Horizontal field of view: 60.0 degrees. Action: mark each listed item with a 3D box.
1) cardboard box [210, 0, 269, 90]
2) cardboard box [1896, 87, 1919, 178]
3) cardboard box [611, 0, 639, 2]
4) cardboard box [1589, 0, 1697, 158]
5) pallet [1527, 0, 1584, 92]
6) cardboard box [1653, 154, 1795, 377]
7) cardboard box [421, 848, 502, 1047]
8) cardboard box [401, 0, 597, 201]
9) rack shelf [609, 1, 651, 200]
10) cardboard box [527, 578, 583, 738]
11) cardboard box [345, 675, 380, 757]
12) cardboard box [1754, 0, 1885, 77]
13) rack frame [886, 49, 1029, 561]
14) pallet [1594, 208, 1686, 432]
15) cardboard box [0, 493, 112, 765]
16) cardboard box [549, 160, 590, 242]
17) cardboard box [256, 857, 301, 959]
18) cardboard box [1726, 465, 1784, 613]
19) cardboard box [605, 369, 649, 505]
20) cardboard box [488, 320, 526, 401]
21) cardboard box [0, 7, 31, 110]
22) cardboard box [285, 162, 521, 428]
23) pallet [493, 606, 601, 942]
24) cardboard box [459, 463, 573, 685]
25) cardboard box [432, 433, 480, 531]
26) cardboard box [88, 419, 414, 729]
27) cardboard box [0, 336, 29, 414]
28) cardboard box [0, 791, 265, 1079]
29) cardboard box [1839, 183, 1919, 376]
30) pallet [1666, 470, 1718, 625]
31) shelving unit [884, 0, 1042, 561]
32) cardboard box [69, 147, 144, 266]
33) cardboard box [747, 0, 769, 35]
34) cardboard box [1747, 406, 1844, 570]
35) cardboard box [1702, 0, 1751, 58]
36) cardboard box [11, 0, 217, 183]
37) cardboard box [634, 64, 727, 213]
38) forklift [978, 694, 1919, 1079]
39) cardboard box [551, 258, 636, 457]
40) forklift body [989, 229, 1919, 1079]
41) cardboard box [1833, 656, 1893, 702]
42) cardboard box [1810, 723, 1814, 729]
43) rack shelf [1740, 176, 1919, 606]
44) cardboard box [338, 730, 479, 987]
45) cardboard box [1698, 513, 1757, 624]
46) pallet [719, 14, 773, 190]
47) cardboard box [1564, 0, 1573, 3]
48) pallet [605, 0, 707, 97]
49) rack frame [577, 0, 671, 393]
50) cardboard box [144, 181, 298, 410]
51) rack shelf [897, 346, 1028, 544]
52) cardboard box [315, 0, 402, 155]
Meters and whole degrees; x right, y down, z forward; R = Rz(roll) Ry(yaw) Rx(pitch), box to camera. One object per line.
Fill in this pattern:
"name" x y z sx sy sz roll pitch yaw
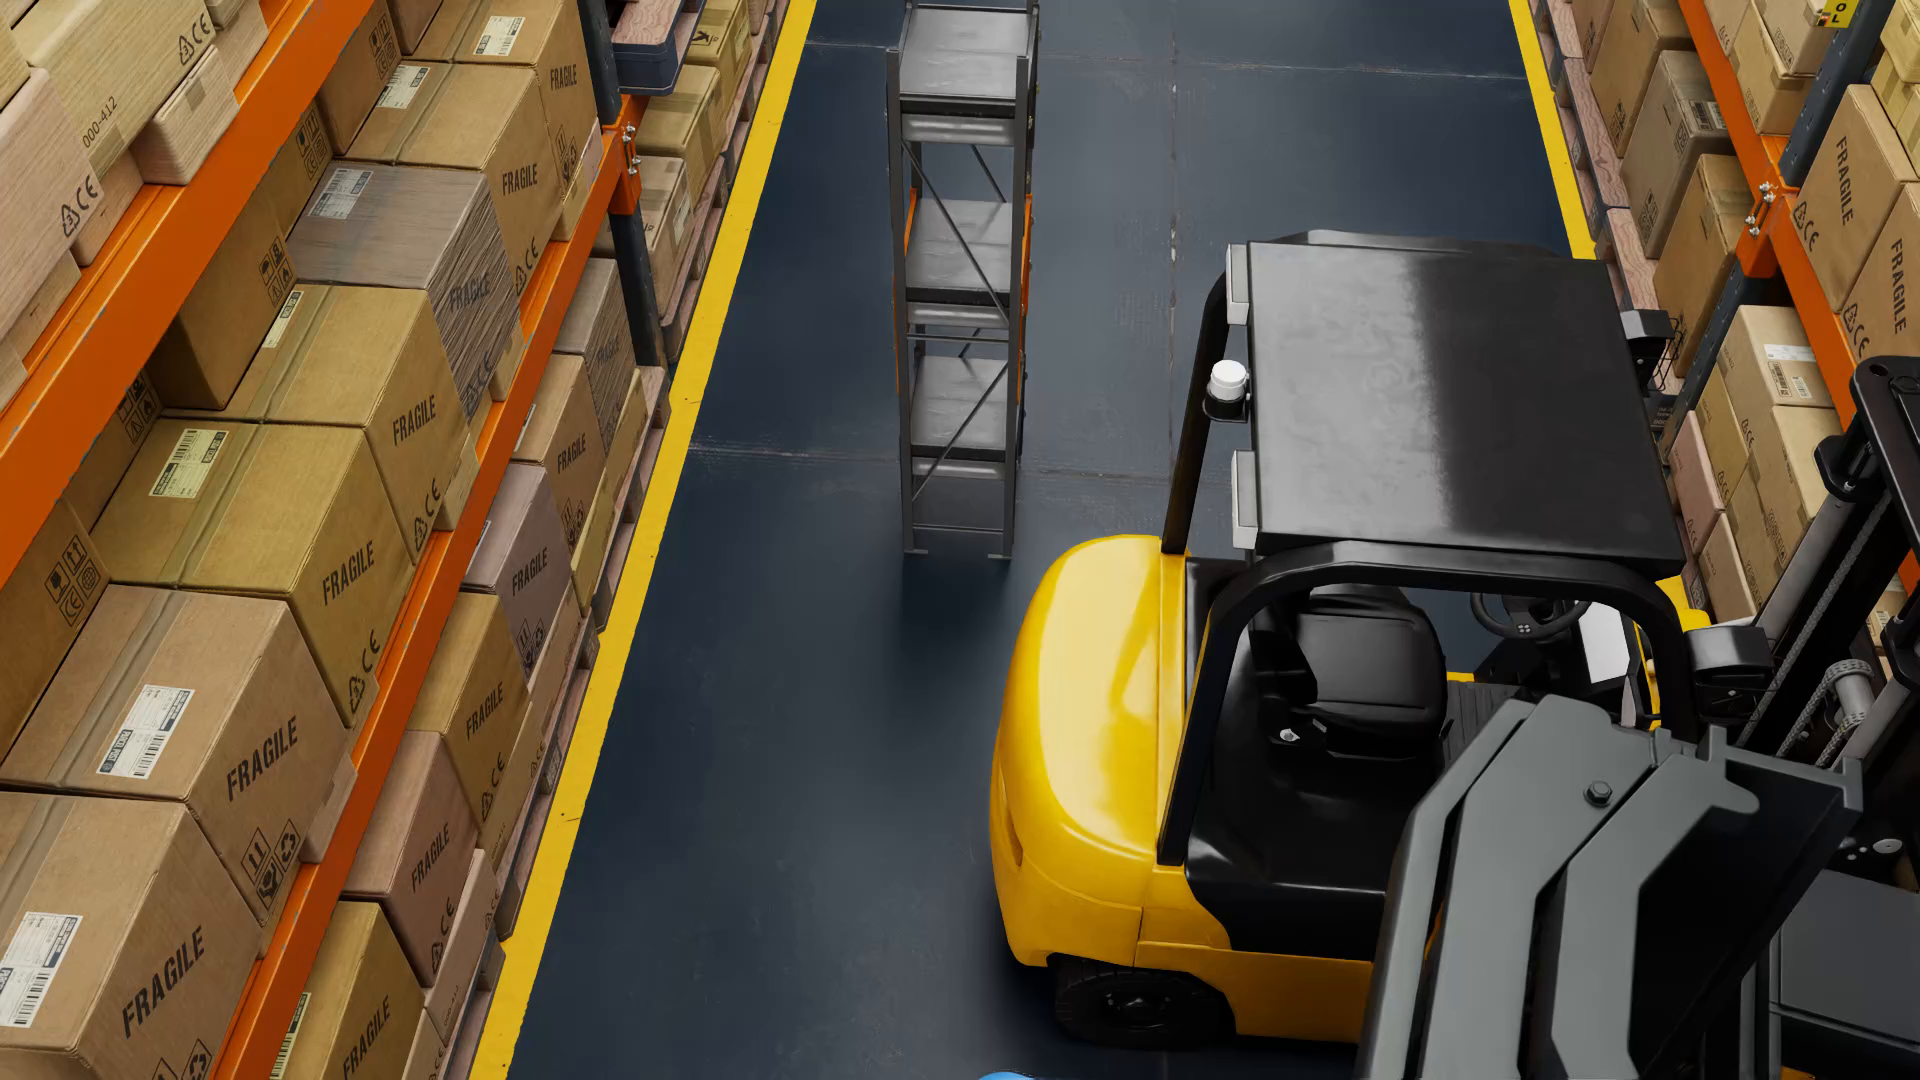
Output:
"cardboard box" -1.604 -0.997 3.267 0.380 0.149 0.250 3 48 2
"cardboard box" 2.939 -1.156 4.767 0.380 0.149 0.250 5 48 4
"cardboard box" -1.326 -2.083 6.008 0.380 0.149 0.250 5 48 4
"cardboard box" 3.434 -2.157 7.515 0.875 0.625 0.625 2 48 2
"pallet" 3.503 -2.706 8.582 1.003 0.211 1.213 4 48 4
"cardboard box" 3.289 -1.034 6.488 0.875 0.625 0.625 6 48 5
"cardboard box" -1.652 1.136 4.757 0.500 0.250 0.500 5 48 5
"cardboard box" -1.484 -1.432 5.258 0.500 0.500 0.500 3 48 3
"rack shelf" -1.509 -2.868 7.328 1.077 0.370 4.000 4 48 4
"cardboard box" -1.567 0.363 5.464 0.500 0.250 0.500 5 48 4
"cardboard box" -1.645 0.396 4.026 0.380 0.149 0.250 5 48 5
"cardboard box" 3.043 -1.806 5.632 0.500 0.250 0.500 3 48 3
"rack frame" -0.007 -0.651 5.422 0.400 2.100 0.015 4 48 4
"pallet" 3.281 -0.913 6.942 1.003 0.211 1.213 4 48 4
"cardboard box" -2.173 0.065 3.211 0.700 0.500 0.500 4 48 4
"cardboard box" -1.433 -1.116 5.408 0.380 0.149 0.250 5 48 4
"cardboard box" -1.705 0.771 3.682 0.380 0.149 0.250 2 48 2
"cardboard box" 2.857 0.013 5.446 0.500 0.250 0.500 4 48 3
"cardboard box" -1.477 -0.402 6.164 0.500 0.250 0.500 6 48 5
"cardboard box" -1.506 -0.553 4.893 0.380 0.149 0.250 3 48 3
"cardboard box" -1.632 -0.691 2.446 0.380 0.149 0.250 4 48 3
"cardboard box" -1.567 -0.672 4.562 0.500 0.500 0.500 5 48 5
"pallet" -1.825 0.695 5.471 1.003 0.211 1.213 4 48 4
"cardboard box" -1.568 0.094 5.202 0.500 0.500 0.500 6 48 6
"cardboard box" -1.546 -0.175 4.548 0.380 0.149 0.250 4 48 4
"cardboard box" -1.647 0.079 3.875 0.500 0.500 0.500 3 48 3
"cardboard box" -1.709 -0.243 2.577 0.380 0.149 0.250 5 48 5
"cardboard box" -1.736 0.835 3.184 0.500 0.500 0.500 3 48 3
"cardboard box" 2.921 -0.651 4.745 0.500 0.500 0.500 5 48 4
"pallet" 3.138 0.213 5.912 1.003 0.211 1.213 4 48 4
"shelving unit" 0.015 -0.830 5.586 0.431 2.100 0.503 4 48 4
"cardboard box" -1.690 -0.621 2.923 0.380 0.149 0.250 3 48 2
"cardboard box" -1.447 -2.878 8.346 0.950 0.372 0.625 3 48 3
"cardboard box" 2.839 -0.152 5.257 0.500 0.250 0.500 4 48 4
"cardboard box" 3.078 -2.017 6.164 0.500 0.250 0.500 4 48 3
"cardboard box" -1.666 -0.866 2.877 0.500 0.250 0.500 5 48 5
"cardboard box" -1.583 -1.810 7.369 0.950 0.372 0.625 7 48 6
"forklift" 1.295 1.599 2.801 3.031 2.935 1.130 14 49 12
"cardboard box" -1.478 -0.655 5.887 0.500 0.500 0.500 3 48 3
"forklift body" 1.244 0.400 4.427 2.313 2.155 1.214 4 48 4
"cardboard box" 2.750 0.600 4.570 0.500 0.250 0.500 3 48 3
"cardboard box" 2.753 0.752 4.769 0.500 0.250 0.500 4 48 3
"rack shelf" 3.070 0.402 4.337 1.077 0.370 4.000 4 48 4
"cardboard box" -1.662 0.855 4.506 0.500 0.500 0.500 2 48 2
"cardboard box" 2.848 0.184 5.628 0.500 0.250 0.500 3 48 3
"pallet" -1.513 -2.171 8.093 1.003 0.211 1.213 4 48 4
"cardboard box" 3.547 -3.132 8.407 0.875 0.625 0.625 5 48 5
"pallet" -1.476 -2.128 6.294 1.003 0.211 1.213 4 48 4
"rack frame" -1.691 -1.641 5.718 1.000 3.000 0.127 4 48 4
"cardboard box" -2.045 -0.674 3.886 0.700 0.500 0.500 4 48 3
"rack shelf" 0.015 -0.349 6.113 0.431 0.518 0.480 4 48 4
"cardboard box" -2.015 -1.430 4.578 0.700 0.500 0.500 4 48 4
